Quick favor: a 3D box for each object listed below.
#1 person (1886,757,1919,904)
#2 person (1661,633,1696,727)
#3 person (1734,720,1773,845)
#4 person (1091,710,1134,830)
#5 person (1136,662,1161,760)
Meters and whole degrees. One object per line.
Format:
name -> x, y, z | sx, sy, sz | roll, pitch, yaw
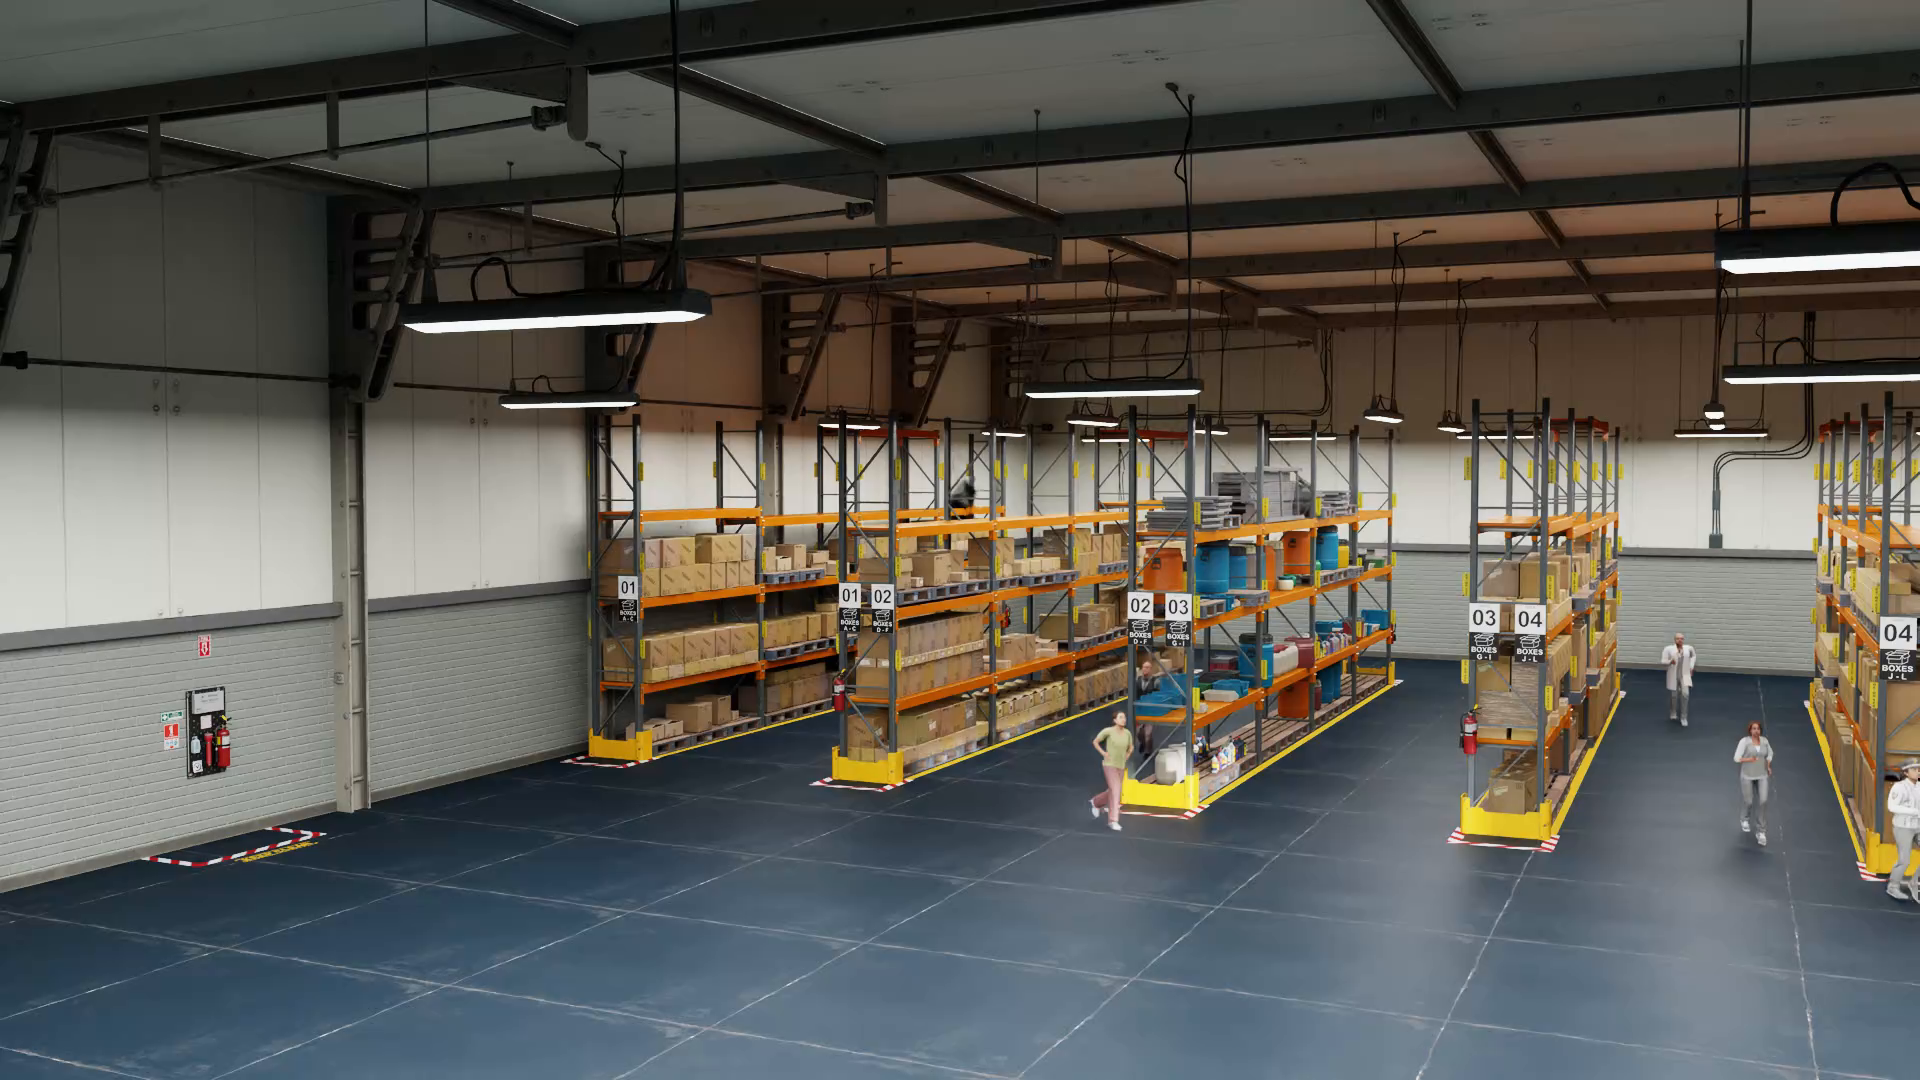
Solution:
person -> 11.058, 3.373, 19.276 | 0.621, 1.701, 0.602 | 0, 2, -11
person -> 14.261, 2.758, 33.018 | 0.648, 1.835, 0.923 | 1, 3, 20
person -> 10.772, 3.249, 22.550 | 0.532, 1.612, 0.798 | 1, 2, 14
person -> 2.193, 3.230, 23.636 | 0.617, 1.651, 0.800 | -1, 3, -26
person -> 3.262, 3.009, 28.932 | 0.676, 1.618, 0.576 | 1, 3, 23
